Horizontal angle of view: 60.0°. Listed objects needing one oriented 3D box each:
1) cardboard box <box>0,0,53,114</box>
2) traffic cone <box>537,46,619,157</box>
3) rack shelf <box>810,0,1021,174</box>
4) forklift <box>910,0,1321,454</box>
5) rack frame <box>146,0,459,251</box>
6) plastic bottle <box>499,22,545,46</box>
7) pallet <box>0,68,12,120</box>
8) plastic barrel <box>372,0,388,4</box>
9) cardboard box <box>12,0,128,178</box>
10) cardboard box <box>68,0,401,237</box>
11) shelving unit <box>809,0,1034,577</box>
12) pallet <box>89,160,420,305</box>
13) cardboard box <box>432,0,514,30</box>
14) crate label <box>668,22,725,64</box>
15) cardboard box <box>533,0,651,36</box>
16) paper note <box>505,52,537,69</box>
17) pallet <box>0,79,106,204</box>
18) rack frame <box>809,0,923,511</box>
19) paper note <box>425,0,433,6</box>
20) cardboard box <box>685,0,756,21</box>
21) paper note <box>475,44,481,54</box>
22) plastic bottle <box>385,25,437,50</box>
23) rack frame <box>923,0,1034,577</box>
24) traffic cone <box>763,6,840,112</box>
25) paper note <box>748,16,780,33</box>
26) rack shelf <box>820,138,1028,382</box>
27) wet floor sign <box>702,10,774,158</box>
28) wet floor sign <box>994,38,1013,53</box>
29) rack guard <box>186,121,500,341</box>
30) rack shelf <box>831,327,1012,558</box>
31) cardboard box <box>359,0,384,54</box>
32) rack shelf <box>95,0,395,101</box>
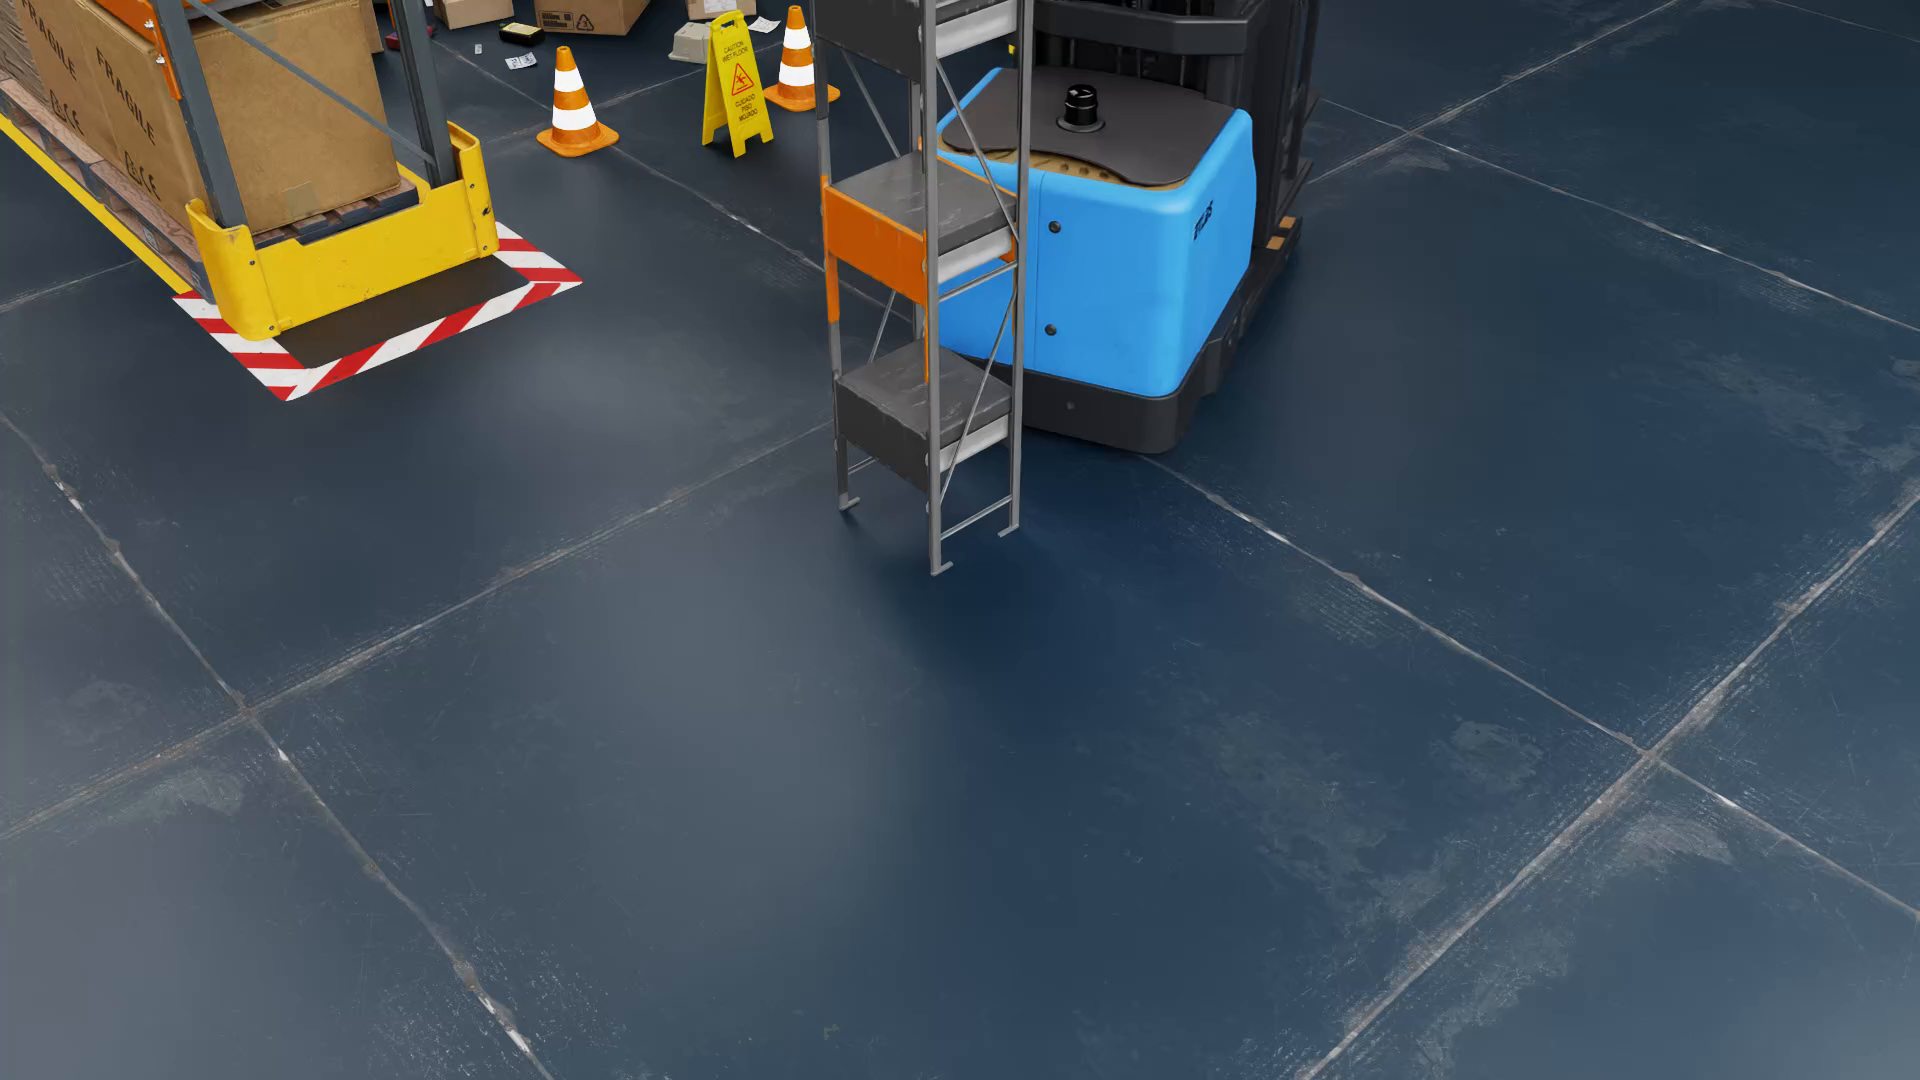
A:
[{"bbox_3d":[-4.289,-2.747,8.121,0.875,0.875,0.875,-30,47,-31],"label":"cardboard box"},{"bbox_3d":[-1.883,-2.158,8.053,0.336,0.463,0.334,-30,48,-32],"label":"traffic cone"},{"bbox_3d":[-0.112,-1.427,4.754,0.431,0.518,0.480,-30,48,-32],"label":"rack shelf"},{"bbox_3d":[0.855,-2.378,6.361,1.130,2.935,3.031,15,41,18],"label":"forklift"},{"bbox_3d":[-2.570,-2.295,6.205,1.000,3.000,0.127,-30,48,-32],"label":"rack frame"},{"bbox_3d":[-2.439,-2.792,9.158,0.283,0.061,0.133,18,42,21],"label":"plastic bottle"},{"bbox_3d":[-4.819,-2.676,8.896,1.003,0.211,1.213,-30,48,-32],"label":"pallet"},{"bbox_3d":[-3.378,-3.271,9.463,0.512,0.421,0.421,-2,39,-2],"label":"plastic barrel"},{"bbox_3d":[-3.674,-2.324,7.597,0.875,0.875,0.875,-31,48,-32],"label":"cardboard box"},{"bbox_3d":[-3.077,-1.918,7.094,0.875,0.875,0.875,-30,47,-32],"label":"cardboard box"},{"bbox_3d":[-0.112,-0.893,5.185,0.431,2.100,0.503,-30,48,-32],"label":"shelving unit"},{"bbox_3d":[-3.168,-1.547,7.498,1.003,0.211,1.213,-30,48,-32],"label":"pallet"},{"bbox_3d":[-2.756,-3.070,9.340,0.396,0.266,0.258,-22,44,-25],"label":"cardboard box"},{"bbox_3d":[-1.398,-2.691,8.973,0.298,0.136,0.250,11,40,13],"label":"crate label"},{"bbox_3d":[-2.045,-3.211,9.326,0.637,0.503,0.797,5,39,6],"label":"cardboard box"},{"bbox_3d":[-2.352,-2.567,8.906,0.144,0.017,0.142,-15,41,-17],"label":"paper note"},{"bbox_3d":[-3.989,-2.112,8.197,1.003,0.211,1.213,-30,48,-32],"label":"pallet"},{"bbox_3d":[-0.277,-1.006,5.325,0.400,2.100,0.015,-30,48,-32],"label":"rack frame"},{"bbox_3d":[-3.009,-3.137,9.617,0.172,0.023,0.155,-15,41,-17],"label":"paper note"},{"bbox_3d":[-1.366,-3.084,9.451,0.380,0.149,0.250,-8,40,-10],"label":"cardboard box"},{"bbox_3d":[-2.622,-2.673,9.051,0.032,0.001,0.123,-8,40,-10],"label":"paper note"},{"bbox_3d":[-3.009,-2.775,9.137,0.133,0.061,0.283,18,42,21],"label":"plastic bottle"},{"bbox_3d":[0.053,-0.781,5.045,0.400,2.100,0.015,-30,48,-32],"label":"rack frame"},{"bbox_3d":[-0.821,-2.480,8.453,0.336,0.463,0.334,-30,48,-32],"label":"traffic cone"},{"bbox_3d":[-1.098,-2.882,9.294,0.142,0.019,0.148,18,42,21],"label":"paper note"},{"bbox_3d":[-0.112,-0.883,5.194,0.431,0.518,0.480,-30,48,-32],"label":"rack shelf"},{"bbox_3d":[-1.092,-2.207,7.970,0.232,0.644,0.267,26,45,28],"label":"wet floor sign"},{"bbox_3d":[0.348,-2.987,8.935,0.267,0.644,0.232,-15,41,-17],"label":"wet floor sign"},{"bbox_3d":[-2.554,-1.312,6.976,1.175,0.500,0.348,-30,48,-32],"label":"rack guard"},{"bbox_3d":[-0.112,-0.338,5.634,0.431,0.518,0.480,-30,48,-32],"label":"rack shelf"},{"bbox_3d":[-3.469,-2.893,8.932,0.500,0.500,0.500,-22,44,-25],"label":"cardboard box"},{"bbox_3d":[-3.923,-2.941,7.577,1.077,0.370,4.000,-30,48,-32],"label":"rack shelf"}]
